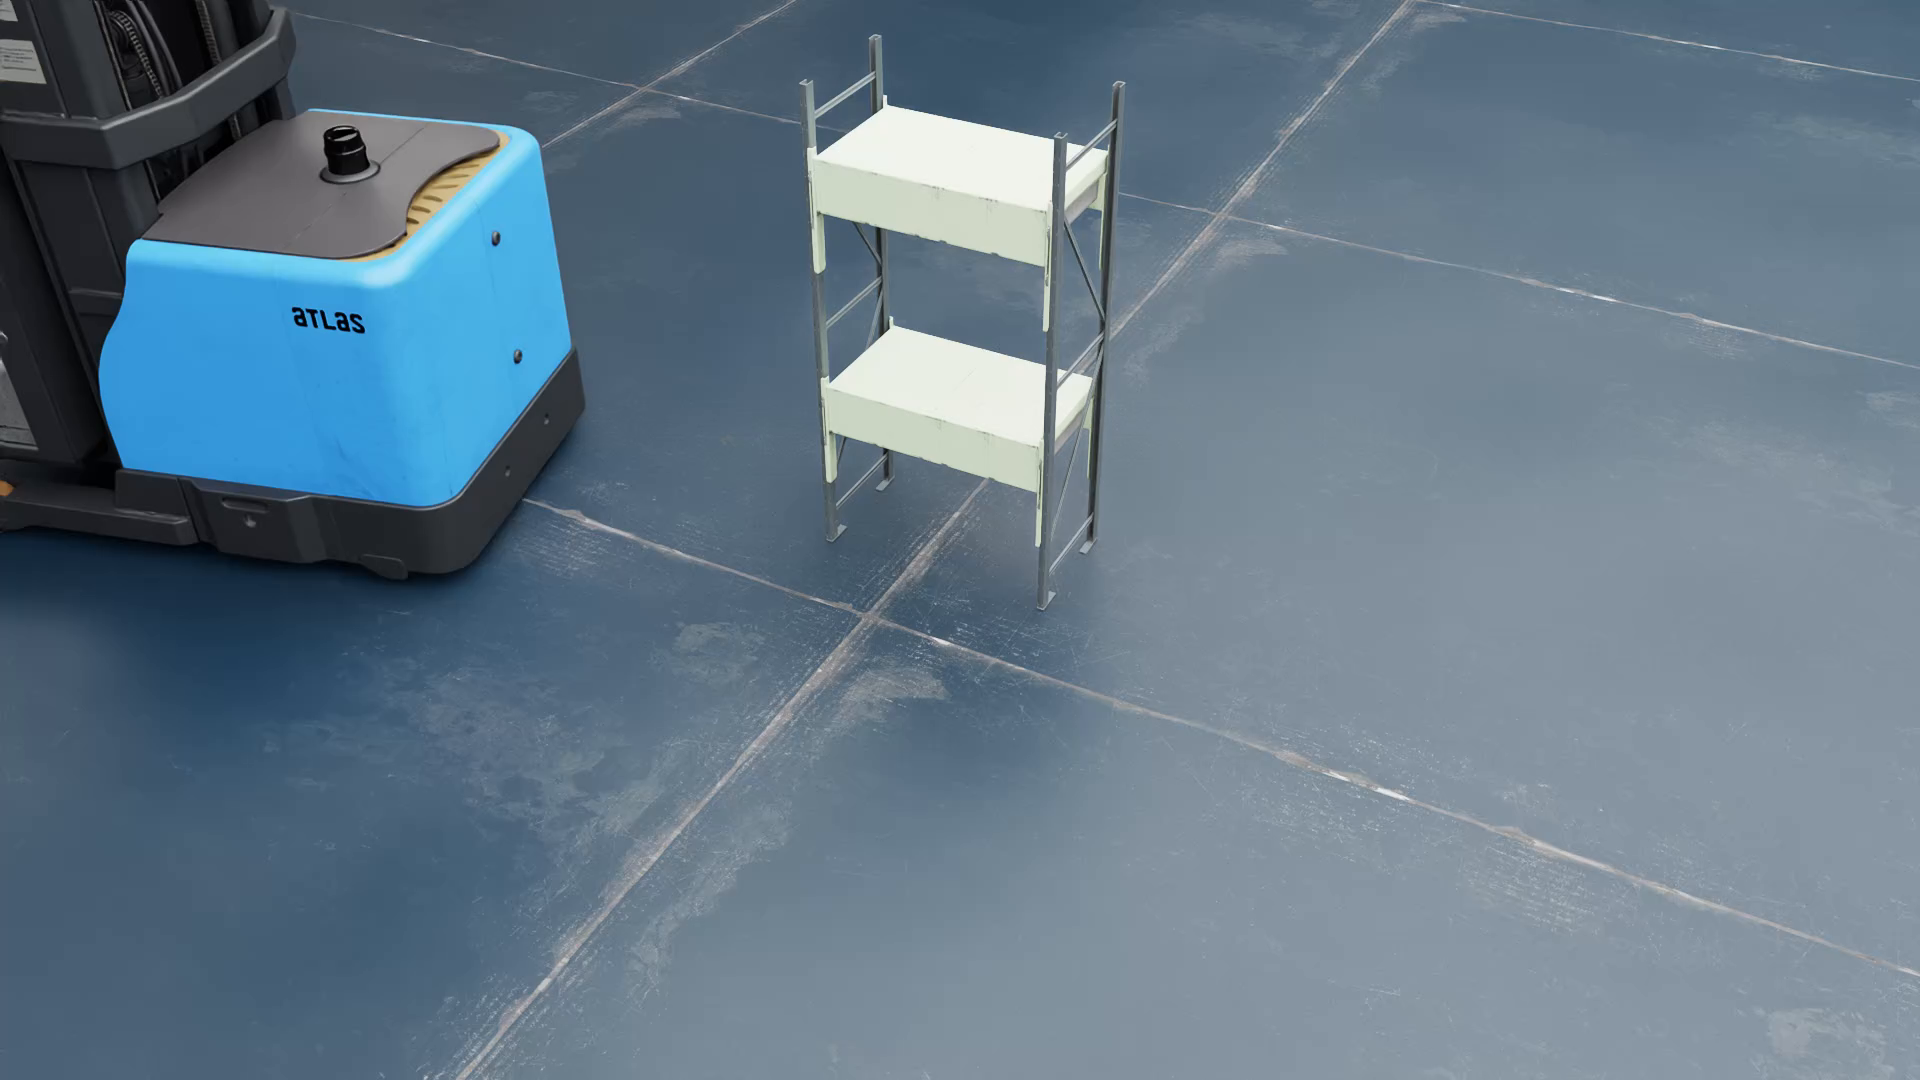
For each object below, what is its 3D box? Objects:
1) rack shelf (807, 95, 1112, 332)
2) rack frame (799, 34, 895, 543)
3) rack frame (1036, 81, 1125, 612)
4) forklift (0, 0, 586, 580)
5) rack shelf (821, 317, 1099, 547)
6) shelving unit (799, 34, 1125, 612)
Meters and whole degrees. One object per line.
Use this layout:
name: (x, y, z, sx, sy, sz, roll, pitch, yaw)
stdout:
rack shelf: (0.006, -0.906, 4.558, 0.720, 0.370, 0.431, 17, 41, 21)
rack frame: (-0.319, -0.697, 4.928, 0.023, 1.500, 0.400, 17, 41, 21)
rack frame: (0.331, -0.494, 4.660, 0.023, 1.500, 0.400, 17, 41, 21)
forklift: (-2.862, -1.497, 4.798, 3.031, 2.935, 1.130, 7, 38, 10)
rack shelf: (0.006, -0.336, 4.991, 0.720, 0.370, 0.431, 17, 41, 21)
shelving unit: (0.006, -0.596, 4.794, 0.755, 1.500, 0.431, 17, 41, 21)
